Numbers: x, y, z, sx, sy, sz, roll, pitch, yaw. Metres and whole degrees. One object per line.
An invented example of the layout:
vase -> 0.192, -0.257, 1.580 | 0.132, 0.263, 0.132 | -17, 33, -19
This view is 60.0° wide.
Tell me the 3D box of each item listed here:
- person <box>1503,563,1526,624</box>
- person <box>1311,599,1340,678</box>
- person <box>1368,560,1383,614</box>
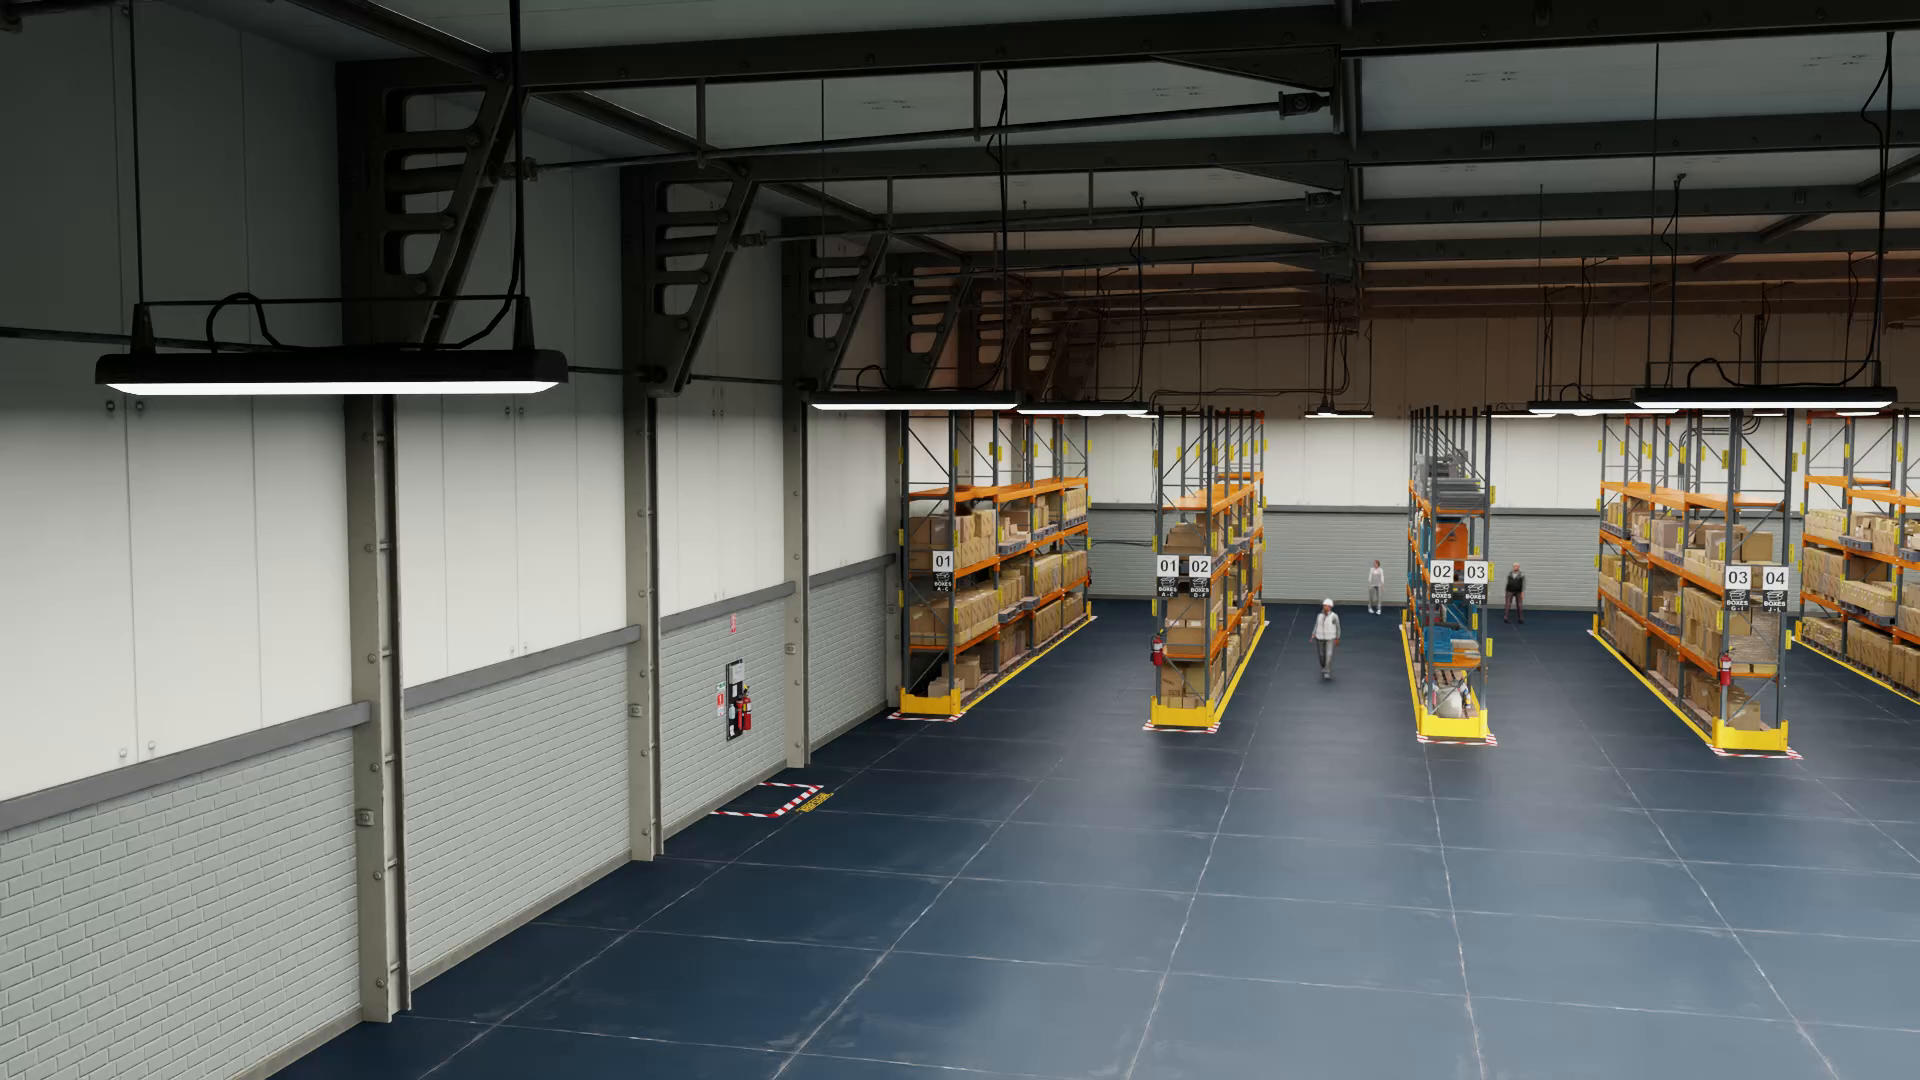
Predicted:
person -> 15.675, 1.510, 47.003 | 0.590, 1.729, 0.475 | 1, 4, 10
person -> 8.170, 2.191, 37.161 | 0.634, 1.736, 0.977 | 1, 4, 20
person -> 12.391, 1.391, 49.501 | 0.420, 1.612, 0.513 | 0, 4, 2
